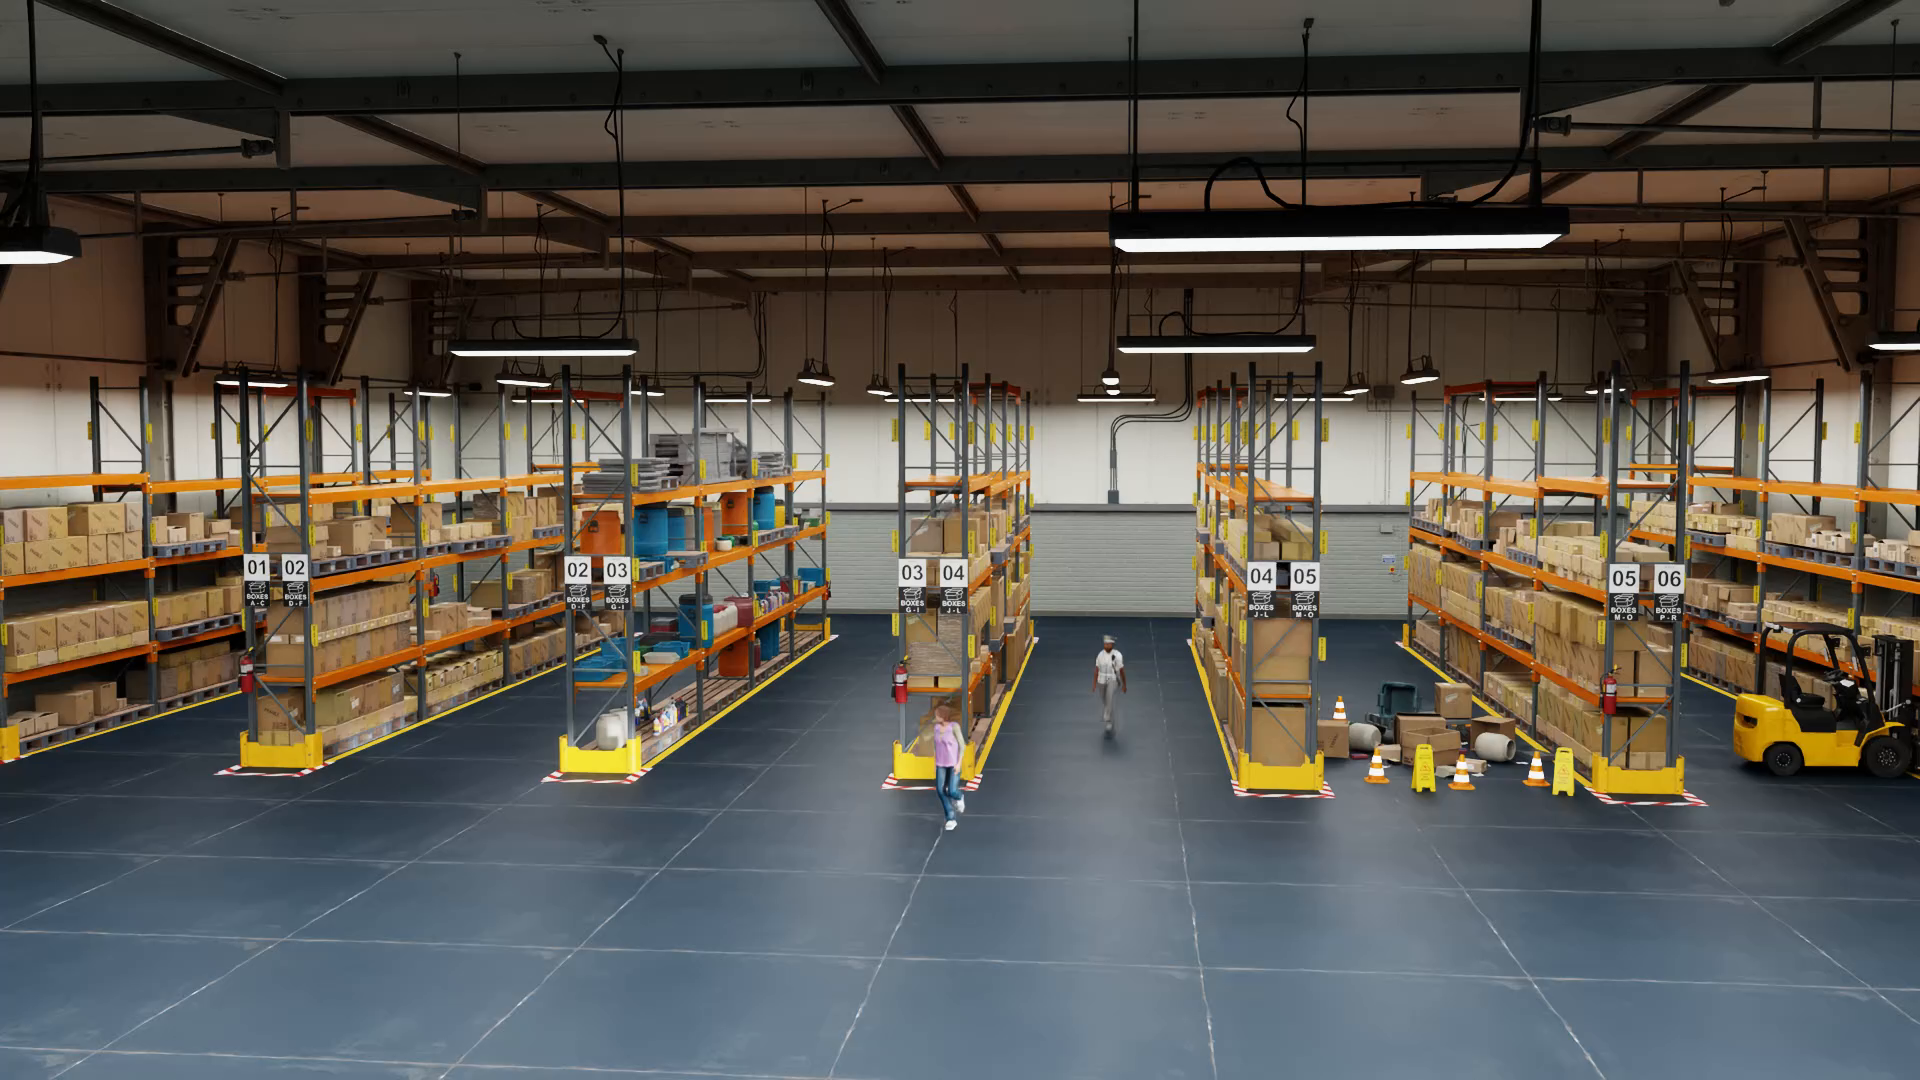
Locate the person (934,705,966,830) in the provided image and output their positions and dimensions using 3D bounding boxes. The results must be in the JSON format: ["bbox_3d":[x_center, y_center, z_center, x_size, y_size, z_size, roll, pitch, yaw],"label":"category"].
[{"bbox_3d":[-0.124,2.871,21.150,0.480,1.568,0.495,2,4,30],"label":"person"}]

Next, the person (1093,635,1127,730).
[{"bbox_3d":[2.451,2.394,27.652,0.496,1.631,0.958,2,4,29],"label":"person"}]
